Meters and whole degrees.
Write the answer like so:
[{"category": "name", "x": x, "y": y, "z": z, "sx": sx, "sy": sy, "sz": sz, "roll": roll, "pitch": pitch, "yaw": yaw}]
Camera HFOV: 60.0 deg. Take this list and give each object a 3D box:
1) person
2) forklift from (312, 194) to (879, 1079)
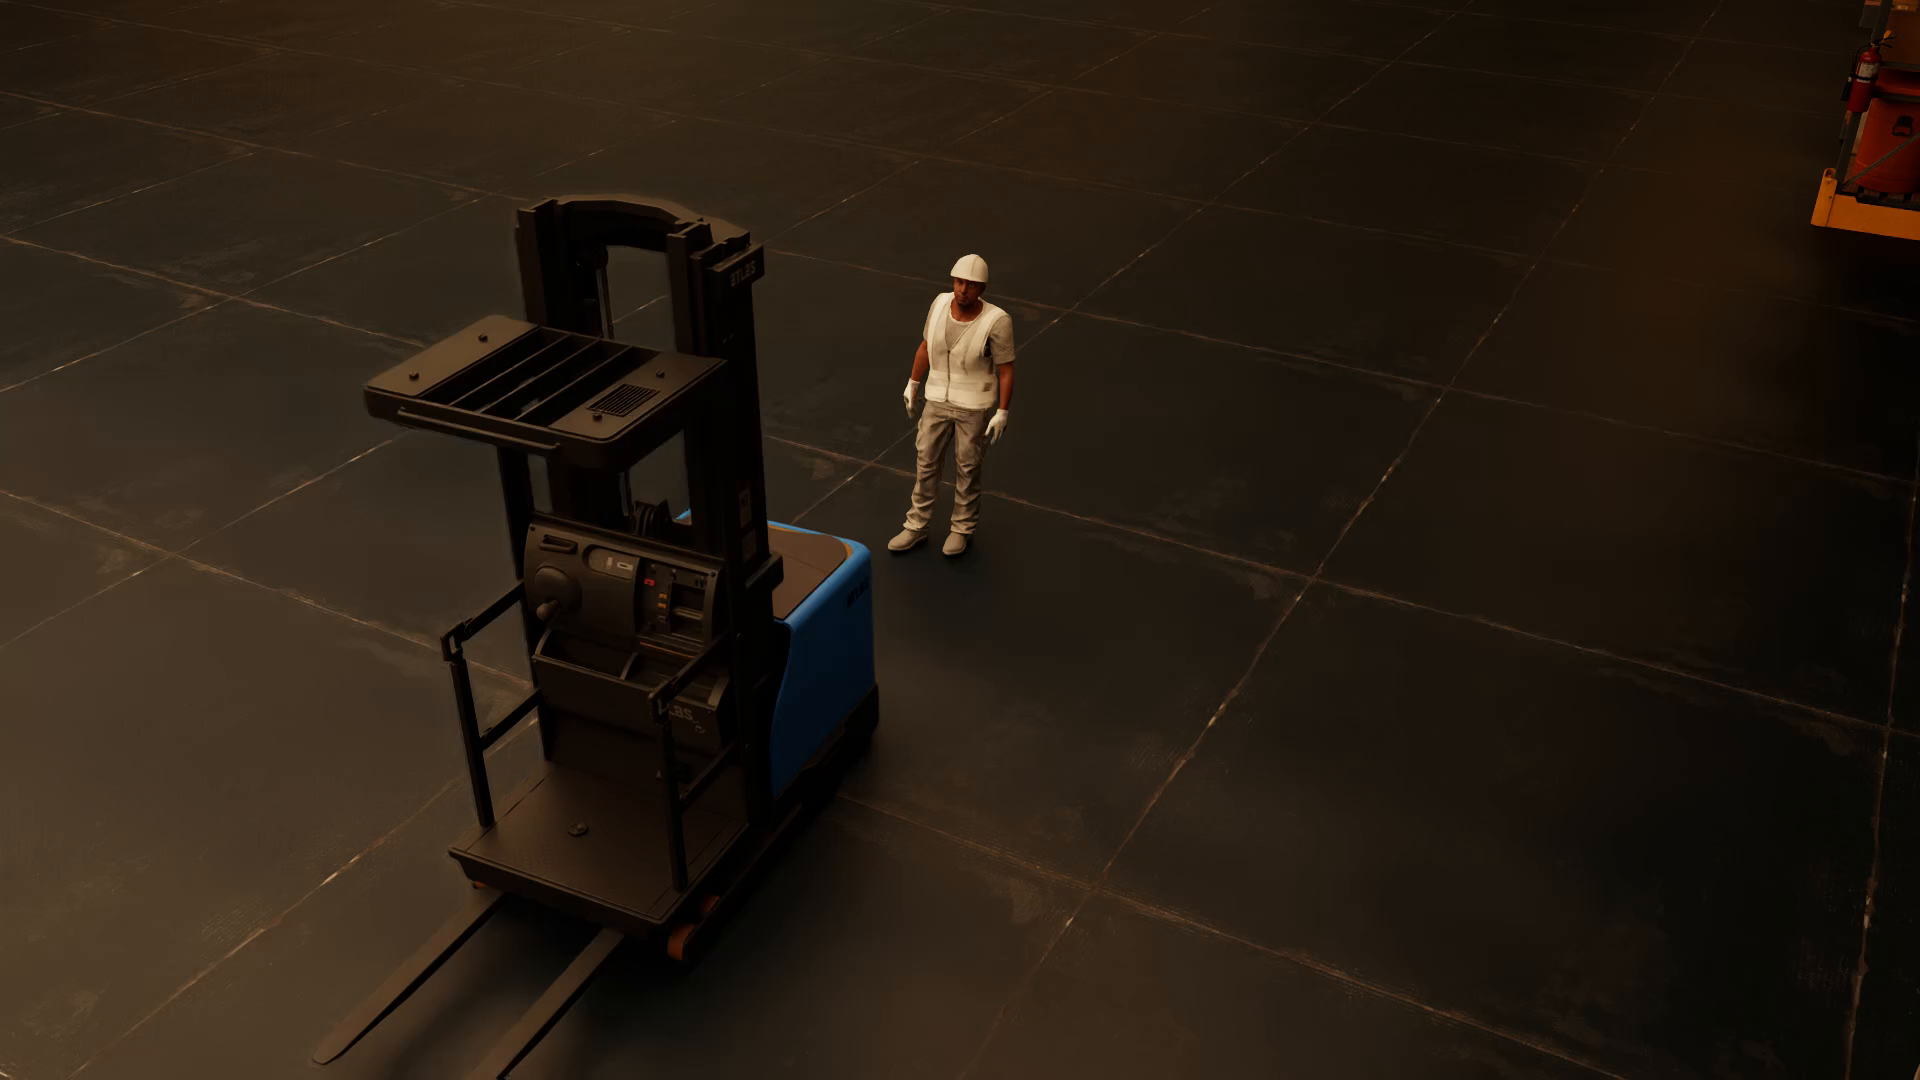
[{"category": "person", "x": -0.043, "y": -0.749, "z": 9.502, "sx": 0.657, "sy": 1.785, "sz": 0.575, "roll": 15, "pitch": 33, "yaw": 25}, {"category": "forklift", "x": -1.481, "y": 0.244, "z": 6.647, "sx": 1.130, "sy": 2.935, "sz": 3.031, "roll": 13, "pitch": 32, "yaw": 21}]
